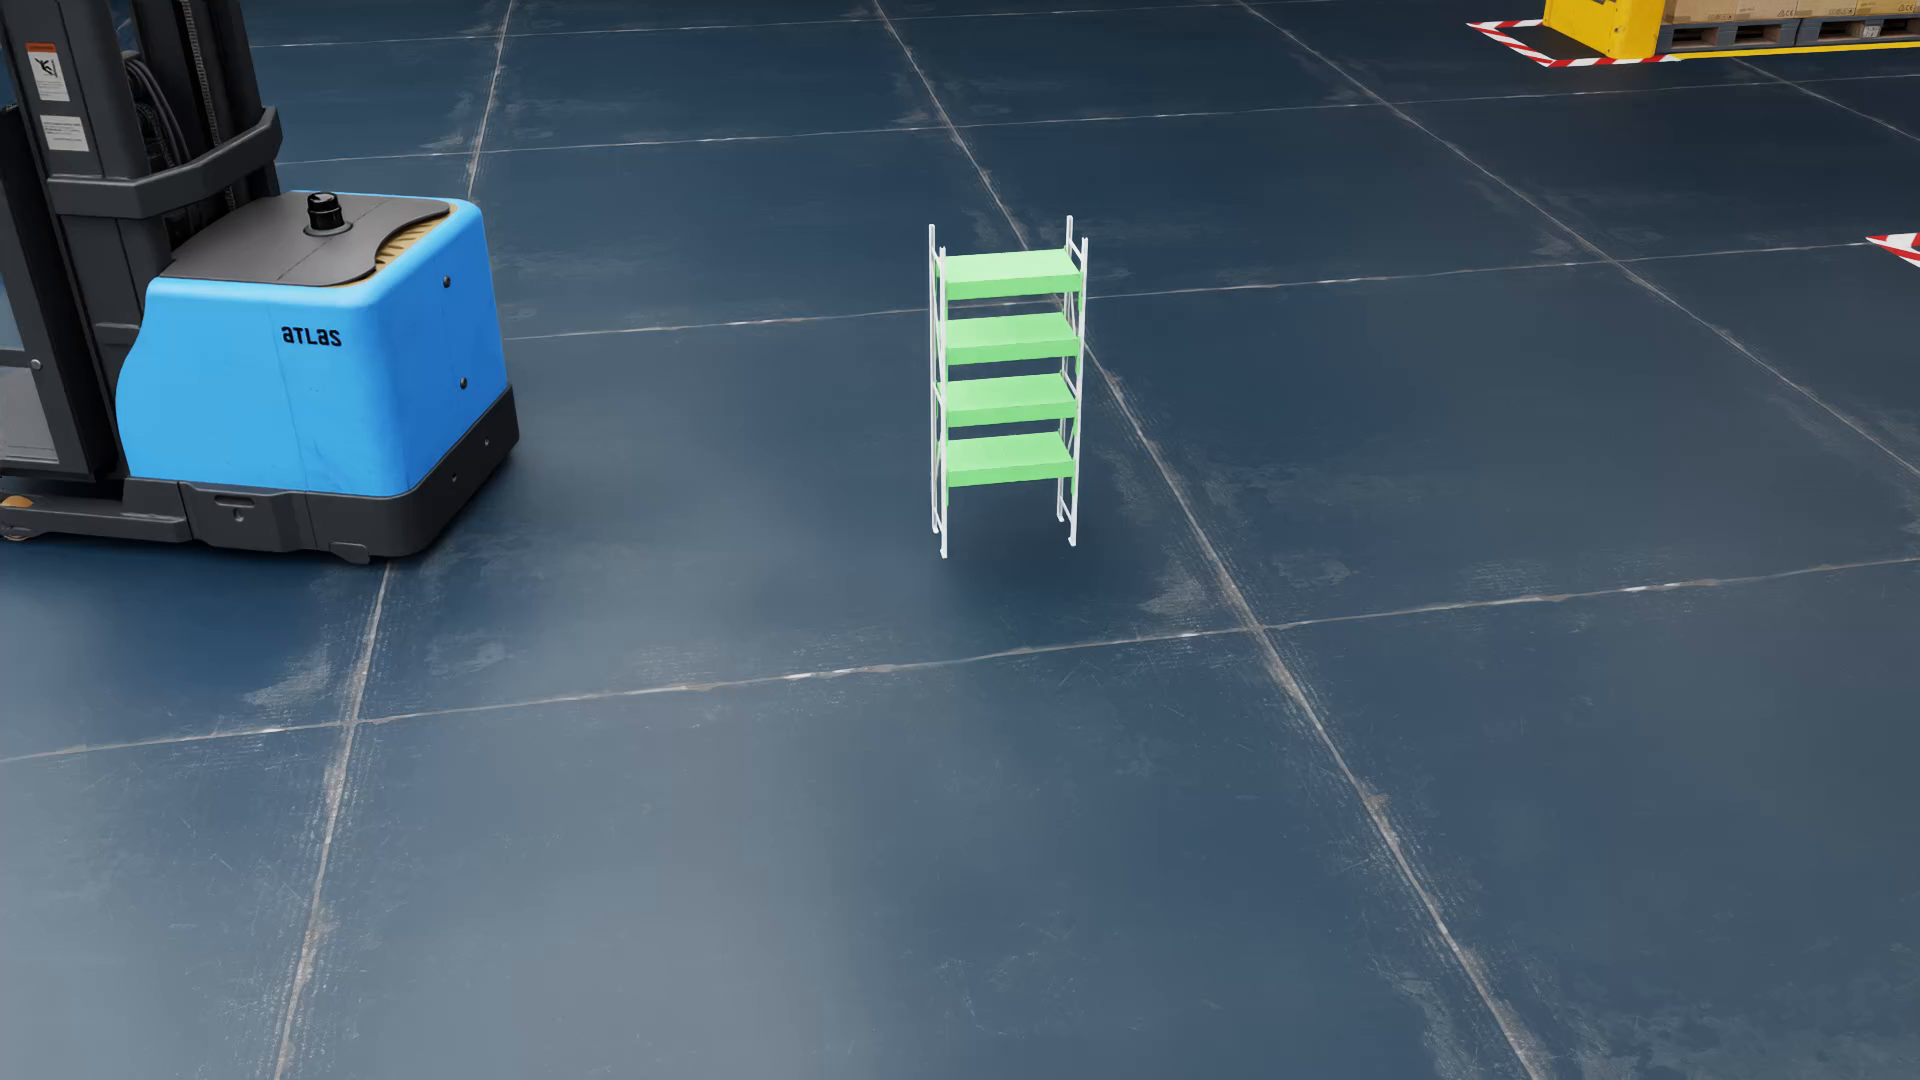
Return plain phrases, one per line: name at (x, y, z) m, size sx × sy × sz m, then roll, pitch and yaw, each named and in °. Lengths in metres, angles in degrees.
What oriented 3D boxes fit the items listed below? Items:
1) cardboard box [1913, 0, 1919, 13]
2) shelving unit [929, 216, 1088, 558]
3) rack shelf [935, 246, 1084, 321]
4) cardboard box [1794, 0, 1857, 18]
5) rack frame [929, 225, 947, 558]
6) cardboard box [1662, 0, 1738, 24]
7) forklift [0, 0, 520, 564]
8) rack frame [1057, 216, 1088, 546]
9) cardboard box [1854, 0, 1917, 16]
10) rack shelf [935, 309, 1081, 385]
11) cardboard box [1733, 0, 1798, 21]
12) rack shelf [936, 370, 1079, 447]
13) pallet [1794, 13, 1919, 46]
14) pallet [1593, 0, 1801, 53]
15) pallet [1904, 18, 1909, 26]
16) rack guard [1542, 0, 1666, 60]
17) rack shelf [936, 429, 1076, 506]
cardboard box at (7.456, -4.263, 12.840) m, size 0.500 × 0.250 × 0.500 m, roll -5°, pitch 31°, yaw -9°
shelving unit at (0.163, -0.532, 5.972) m, size 0.503 × 1.200 × 0.258 m, roll -5°, pitch 31°, yaw -9°
rack shelf at (0.163, -0.891, 5.761) m, size 0.480 × 0.148 × 0.258 m, roll -5°, pitch 31°, yaw -9°
cardboard box at (6.472, -4.174, 12.688) m, size 0.500 × 0.250 × 0.500 m, roll -5°, pitch 31°, yaw -9°
rack frame at (-0.077, -0.510, 5.934) m, size 0.015 × 1.200 × 0.240 m, roll -5°, pitch 31°, yaw -9°
cardboard box at (5.489, -4.081, 12.530) m, size 0.500 × 0.250 × 0.500 m, roll -5°, pitch 31°, yaw -9°
forklift at (-3.368, -1.518, 5.940) m, size 3.031 × 2.935 × 1.130 m, roll 5°, pitch 31°, yaw 8°
rack frame at (0.403, -0.555, 6.009) m, size 0.015 × 1.200 × 0.240 m, roll -5°, pitch 31°, yaw -9°
cardboard box at (6.965, -4.217, 12.762) m, size 0.500 × 0.250 × 0.500 m, roll -5°, pitch 31°, yaw -9°
rack shelf at (0.163, -0.684, 5.882) m, size 0.480 × 0.148 × 0.258 m, roll -5°, pitch 31°, yaw -9°
cardboard box at (5.980, -4.129, 12.611) m, size 0.500 × 0.250 × 0.500 m, roll -5°, pitch 31°, yaw -9°
rack shelf at (0.163, -0.477, 6.004) m, size 0.480 × 0.148 × 0.258 m, roll -5°, pitch 31°, yaw -9°
pallet at (6.864, -4.146, 13.092) m, size 1.213 × 0.211 × 1.003 m, roll -5°, pitch 31°, yaw -9°
pallet at (5.666, -4.036, 12.906) m, size 1.213 × 0.211 × 1.003 m, roll -5°, pitch 31°, yaw -9°
pallet at (8.066, -4.259, 13.285) m, size 1.213 × 0.211 × 1.003 m, roll -5°, pitch 31°, yaw -9°
rack guard at (4.898, -4.068, 12.675) m, size 0.348 × 0.500 × 1.175 m, roll -5°, pitch 31°, yaw -9°
rack shelf at (0.163, -0.270, 6.126) m, size 0.480 × 0.148 × 0.258 m, roll -5°, pitch 31°, yaw -9°
